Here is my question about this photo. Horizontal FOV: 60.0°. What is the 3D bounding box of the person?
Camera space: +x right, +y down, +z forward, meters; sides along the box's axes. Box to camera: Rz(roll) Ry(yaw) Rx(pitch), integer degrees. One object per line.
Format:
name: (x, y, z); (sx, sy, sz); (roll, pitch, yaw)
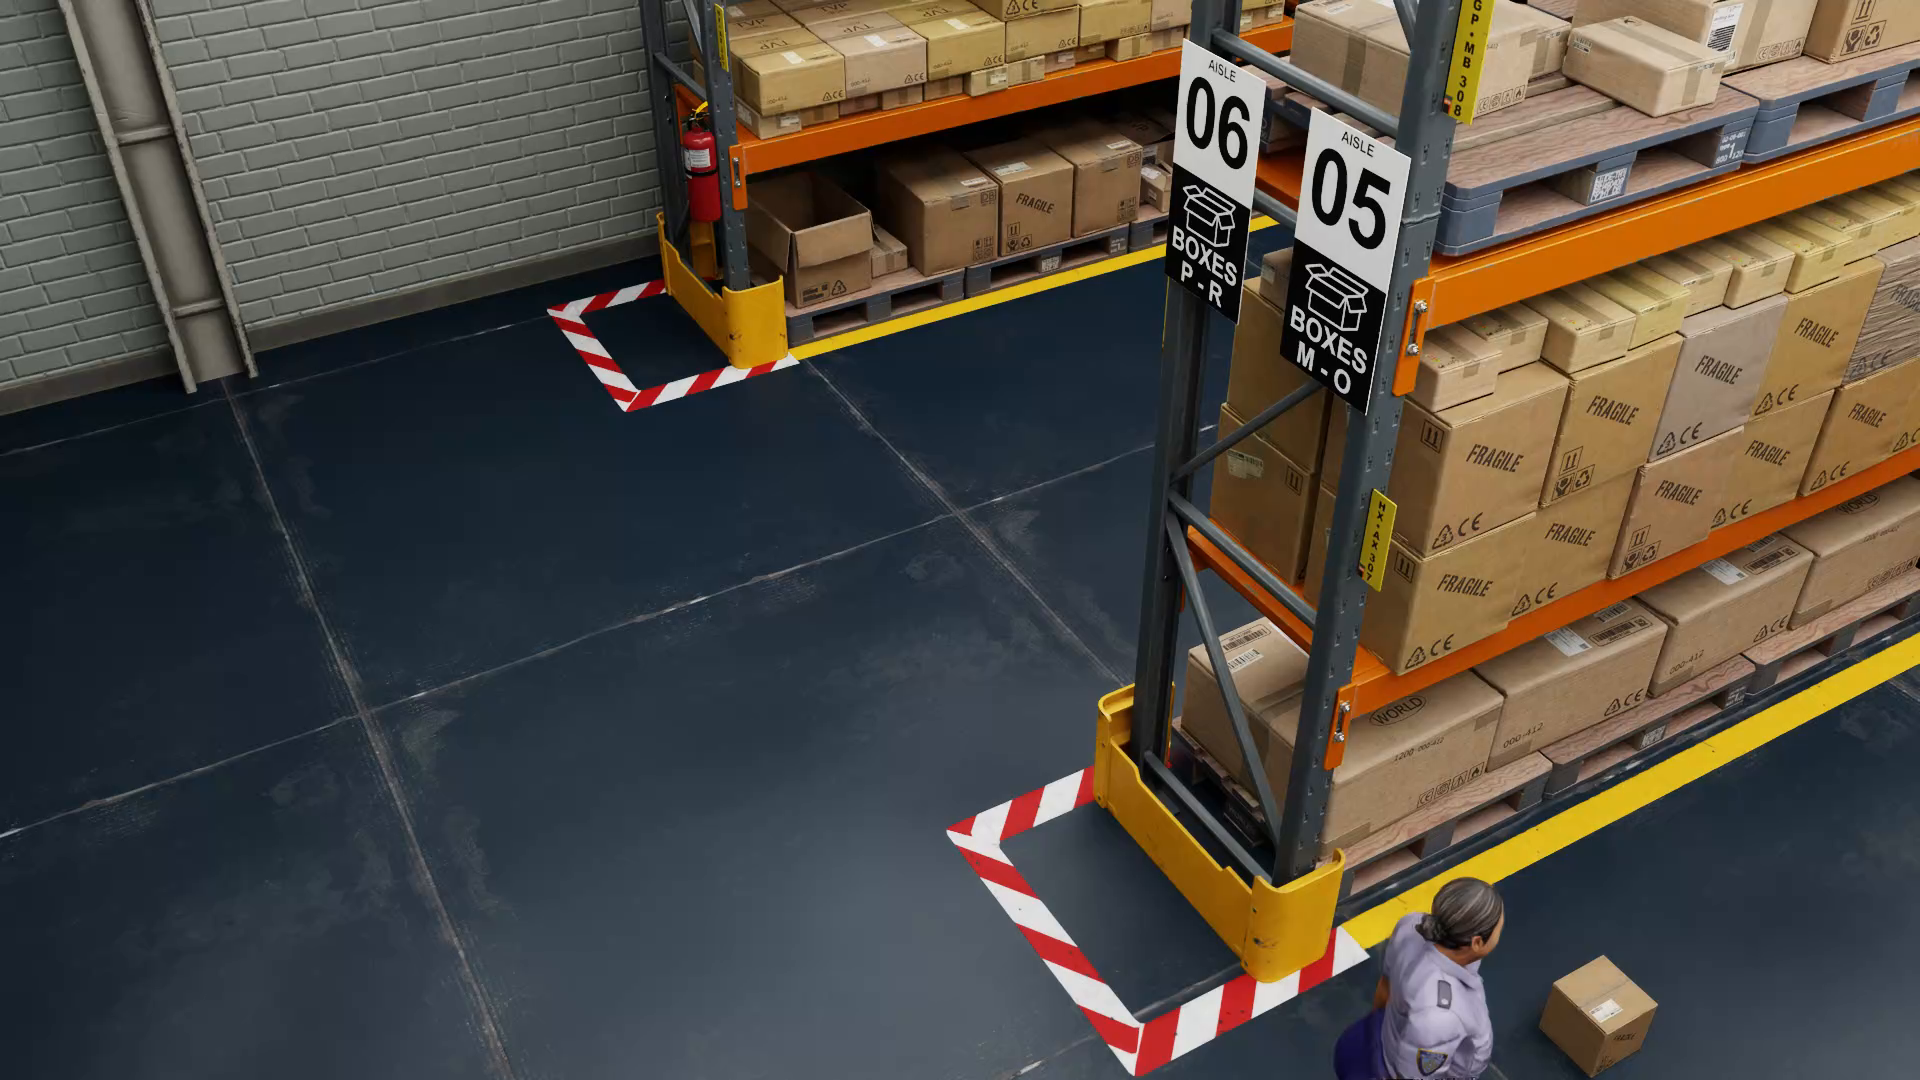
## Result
person: (1.165, 1.598, 4.815); (0.611, 1.617, 0.548); (5, 37, 6)
